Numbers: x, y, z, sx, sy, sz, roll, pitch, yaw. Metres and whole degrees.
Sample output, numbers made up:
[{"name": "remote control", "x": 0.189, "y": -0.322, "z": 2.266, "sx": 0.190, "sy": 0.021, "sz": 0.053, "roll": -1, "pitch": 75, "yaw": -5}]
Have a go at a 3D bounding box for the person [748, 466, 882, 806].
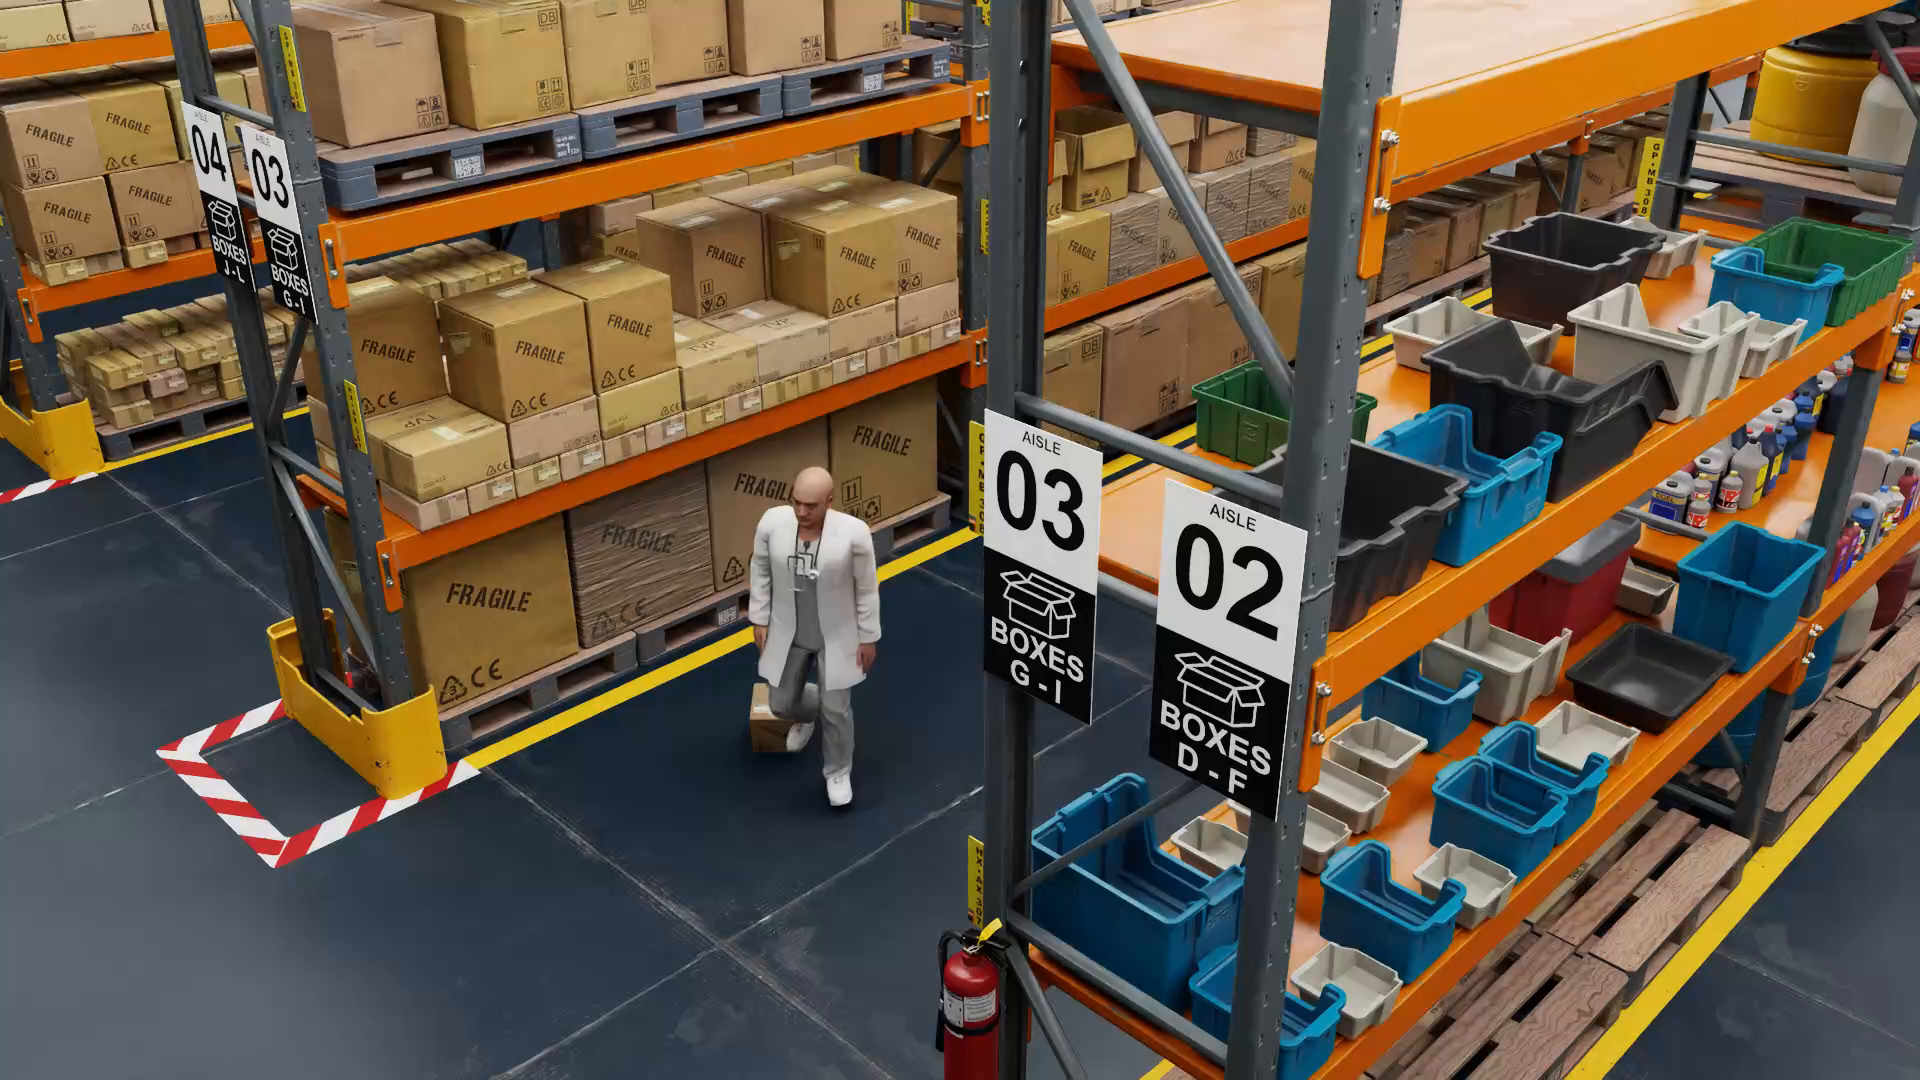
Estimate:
[{"name": "person", "x": -0.665, "y": 0.382, "z": 7.854, "sx": 0.639, "sy": 1.760, "sz": 0.660, "roll": 4, "pitch": 28, "yaw": 7}]
